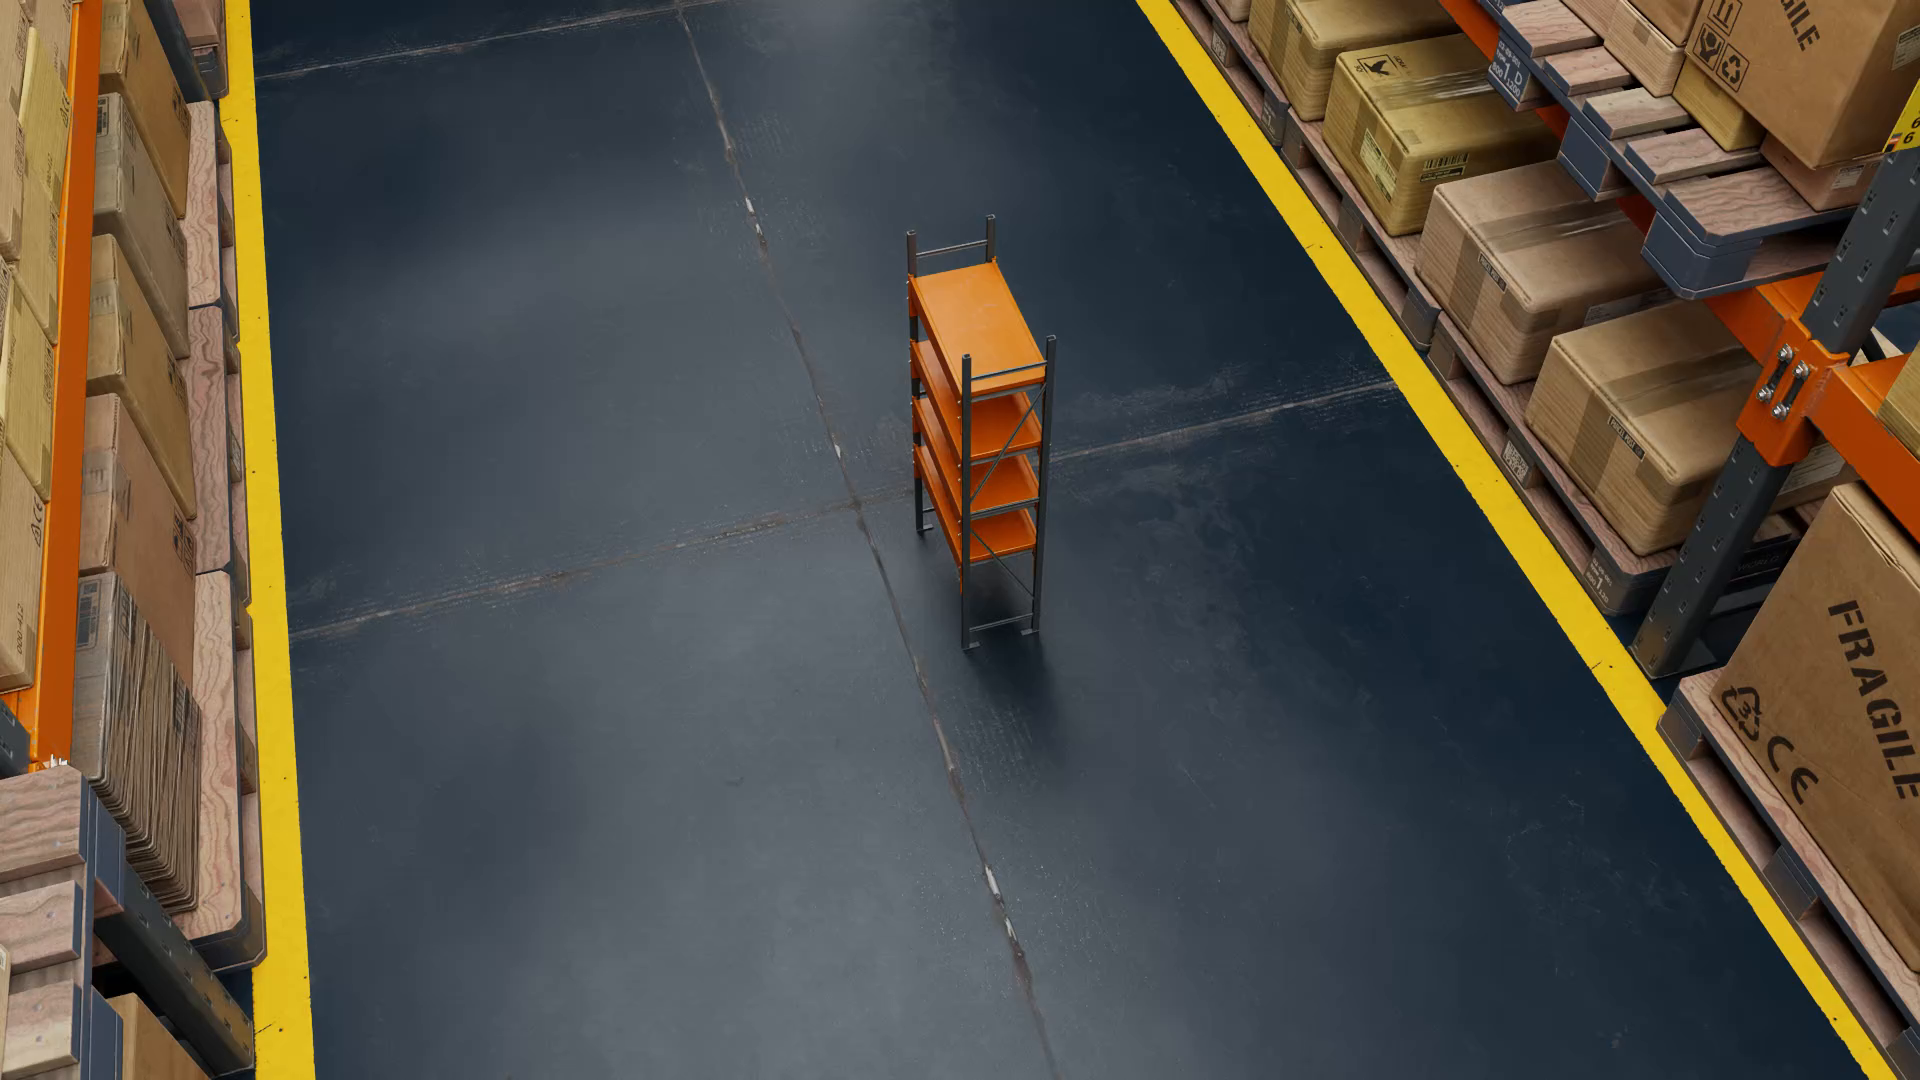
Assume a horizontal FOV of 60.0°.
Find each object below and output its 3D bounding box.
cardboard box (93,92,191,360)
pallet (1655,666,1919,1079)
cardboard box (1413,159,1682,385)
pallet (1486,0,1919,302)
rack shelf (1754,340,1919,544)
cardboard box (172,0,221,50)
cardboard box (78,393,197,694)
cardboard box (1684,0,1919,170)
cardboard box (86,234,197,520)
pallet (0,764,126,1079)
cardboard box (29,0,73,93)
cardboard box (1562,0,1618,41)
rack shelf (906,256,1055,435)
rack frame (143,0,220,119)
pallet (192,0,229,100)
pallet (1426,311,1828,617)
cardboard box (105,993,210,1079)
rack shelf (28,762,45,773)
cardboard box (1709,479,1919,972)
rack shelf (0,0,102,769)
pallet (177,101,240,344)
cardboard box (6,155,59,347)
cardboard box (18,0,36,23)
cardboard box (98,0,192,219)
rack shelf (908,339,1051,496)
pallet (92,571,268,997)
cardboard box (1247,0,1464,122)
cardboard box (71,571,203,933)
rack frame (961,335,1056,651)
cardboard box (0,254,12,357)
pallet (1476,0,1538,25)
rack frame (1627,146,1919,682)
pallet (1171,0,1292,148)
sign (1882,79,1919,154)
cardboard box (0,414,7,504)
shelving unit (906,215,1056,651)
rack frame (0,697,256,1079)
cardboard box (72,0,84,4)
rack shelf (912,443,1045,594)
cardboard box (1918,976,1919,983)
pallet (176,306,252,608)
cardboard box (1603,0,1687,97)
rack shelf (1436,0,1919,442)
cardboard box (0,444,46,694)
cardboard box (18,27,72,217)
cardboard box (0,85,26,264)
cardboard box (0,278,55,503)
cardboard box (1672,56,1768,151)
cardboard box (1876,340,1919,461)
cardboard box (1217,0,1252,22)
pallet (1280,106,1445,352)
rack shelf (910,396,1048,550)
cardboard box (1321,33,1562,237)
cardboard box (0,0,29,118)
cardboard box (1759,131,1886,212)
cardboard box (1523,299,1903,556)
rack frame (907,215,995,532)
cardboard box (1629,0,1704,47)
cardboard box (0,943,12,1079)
[{"bbox_3d":[-3.045,-0.926,5.347,0.875,0.625,0.625,-14,51,-11],"label":"cardboard box"},{"bbox_3d":[2.653,0.785,4.450,1.003,0.211,1.213,-13,51,-11],"label":"pallet"},{"bbox_3d":[2.108,-0.947,5.530,0.950,0.372,0.625,-14,51,-12],"label":"cardboard box"},{"bbox_3d":[2.179,-1.141,4.376,1.213,0.211,1.003,-13,51,-11],"label":"pallet"},{"bbox_3d":[3.083,0.986,2.927,1.077,0.370,4.000,-13,51,-11],"label":"rack shelf"},{"bbox_3d":[-3.259,-2.180,6.650,0.500,0.250,0.500,-13,51,-11],"label":"cardboard box"},{"bbox_3d":[-2.621,0.114,4.470,0.875,0.625,0.625,-12,51,-10],"label":"cardboard box"},{"bbox_3d":[2.091,-1.239,3.798,0.500,0.500,0.500,-15,51,-12],"label":"cardboard box"},{"bbox_3d":[-2.821,-0.377,4.885,0.875,0.625,0.625,-15,52,-12],"label":"cardboard box"},{"bbox_3d":[-1.982,0.959,2.605,1.213,0.211,1.003,-13,51,-11],"label":"pallet"},{"bbox_3d":[-2.762,-1.410,4.575,0.500,0.250,0.500,-13,51,-11],"label":"cardboard box"},{"bbox_3d":[1.837,-1.486,4.431,0.380,0.149,0.250,-16,52,-13],"label":"cardboard box"},{"bbox_3d":[0.049,-0.519,4.389,0.258,0.148,0.480,-13,51,-11],"label":"rack shelf"},{"bbox_3d":[-3.432,-2.503,5.398,1.000,3.000,0.127,-13,51,-11],"label":"rack frame"},{"bbox_3d":[-3.627,-2.195,6.962,1.003,0.211,1.213,-13,51,-11],"label":"pallet"},{"bbox_3d":[2.262,-0.379,5.431,1.003,0.211,1.213,-13,51,-11],"label":"pallet"},{"bbox_3d":[-1.919,1.349,3.511,0.500,0.500,0.500,-12,51,-10],"label":"cardboard box"},{"bbox_3d":[-1.658,2.111,1.979,1.077,0.370,4.000,-13,51,-11],"label":"rack shelf"},{"bbox_3d":[2.616,0.366,4.094,0.875,0.875,0.875,-14,51,-11],"label":"cardboard box"},{"bbox_3d":[-2.841,-0.810,4.442,1.077,0.370,4.000,-13,51,-11],"label":"rack shelf"},{"bbox_3d":[-3.177,-1.075,6.018,1.003,0.211,1.213,-13,51,-11],"label":"pallet"},{"bbox_3d":[-2.450,-0.656,3.939,0.500,0.250,0.500,-15,51,-12],"label":"cardboard box"},{"bbox_3d":[-2.738,-1.566,4.380,0.500,0.250,0.500,-12,51,-10],"label":"cardboard box"},{"bbox_3d":[-3.267,-1.494,5.826,0.875,0.625,0.625,-11,51,-9],"label":"cardboard box"},{"bbox_3d":[0.049,-0.367,4.570,0.258,0.148,0.480,-13,51,-11],"label":"rack shelf"},{"bbox_3d":[-2.455,0.707,4.516,1.003,0.211,1.213,-13,51,-11],"label":"pallet"},{"bbox_3d":[1.682,-2.010,6.426,0.950,0.372,0.625,-10,51,-9],"label":"cardboard box"},{"bbox_3d":[-2.421,0.590,4.069,0.875,0.625,0.625,-12,51,-10],"label":"cardboard box"},{"bbox_3d":[0.121,-0.088,4.539,0.240,1.200,0.015,-13,51,-11],"label":"rack frame"},{"bbox_3d":[-2.294,-0.440,3.430,0.500,0.250,0.500,-12,51,-10],"label":"cardboard box"},{"bbox_3d":[1.867,-2.081,5.168,1.003,0.211,1.213,-13,51,-11],"label":"pallet"},{"bbox_3d":[2.491,-0.707,3.884,1.000,3.000,0.127,-13,51,-11],"label":"rack frame"},{"bbox_3d":[1.540,-2.161,6.934,1.003,0.211,1.213,-13,51,-11],"label":"pallet"},{"bbox_3d":[1.976,-0.925,3.362,0.100,0.325,0.005,-13,51,-11],"label":"sign"},{"bbox_3d":[-2.123,-0.079,3.126,0.500,0.250,0.500,-13,51,-11],"label":"cardboard box"},{"bbox_3d":[0.049,-0.266,4.689,0.258,1.200,0.503,-13,51,-11],"label":"shelving unit"},{"bbox_3d":[-2.249,0.418,2.935,1.000,3.000,0.127,-13,51,-11],"label":"rack frame"},{"bbox_3d":[-2.879,-1.780,4.887,0.500,0.250,0.500,-14,51,-11],"label":"cardboard box"},{"bbox_3d":[0.049,-0.094,4.893,0.258,0.148,0.480,-13,51,-11],"label":"rack shelf"},{"bbox_3d":[2.876,1.019,3.544,0.875,0.875,0.875,-13,51,-11],"label":"cardboard box"},{"bbox_3d":[-2.812,-0.182,5.266,1.003,0.211,1.213,-13,51,-11],"label":"pallet"},{"bbox_3d":[1.904,-1.300,4.274,0.380,0.149,0.250,-14,51,-11],"label":"cardboard box"},{"bbox_3d":[1.900,-1.935,5.390,1.077,0.370,4.000,-13,51,-11],"label":"rack shelf"},{"bbox_3d":[-2.147,0.087,3.312,0.500,0.250,0.500,-13,51,-11],"label":"cardboard box"},{"bbox_3d":[-2.602,-1.035,4.259,0.500,0.250,0.500,-12,51,-10],"label":"cardboard box"},{"bbox_3d":[-2.432,-0.826,3.756,0.500,0.250,0.500,-14,51,-12],"label":"cardboard box"},{"bbox_3d":[-2.291,-0.281,3.623,0.500,0.250,0.500,-14,51,-12],"label":"cardboard box"},{"bbox_3d":[2.021,-1.127,4.128,0.380,0.149,0.250,-13,51,-10],"label":"cardboard box"},{"bbox_3d":[2.396,-0.244,3.592,0.500,0.250,0.500,-14,51,-12],"label":"cardboard box"},{"bbox_3d":[1.466,-2.534,6.868,0.950,0.372,0.625,-13,51,-11],"label":"cardboard box"},{"bbox_3d":[1.905,-1.268,6.181,1.003,0.211,1.213,-13,51,-11],"label":"pallet"},{"bbox_3d":[0.049,-0.222,4.741,0.258,0.148,0.480,-13,51,-11],"label":"rack shelf"},{"bbox_3d":[1.889,-1.502,5.998,0.950,0.372,0.625,-12,51,-10],"label":"cardboard box"},{"bbox_3d":[-2.607,-1.193,4.065,0.500,0.250,0.500,-13,51,-10],"label":"cardboard box"},{"bbox_3d":[2.170,-0.947,3.976,0.380,0.149,0.250,-12,51,-10],"label":"cardboard box"},{"bbox_3d":[2.334,-0.410,5.078,0.950,0.372,0.625,-16,52,-13],"label":"cardboard box"},{"bbox_3d":[-0.023,-0.444,4.840,0.240,1.200,0.015,-13,51,-11],"label":"rack frame"},{"bbox_3d":[1.928,-1.614,4.114,0.500,0.500,0.500,-14,51,-12],"label":"cardboard box"},{"bbox_3d":[-1.688,0.757,2.539,0.380,0.149,0.250,-12,51,-10],"label":"cardboard box"}]
